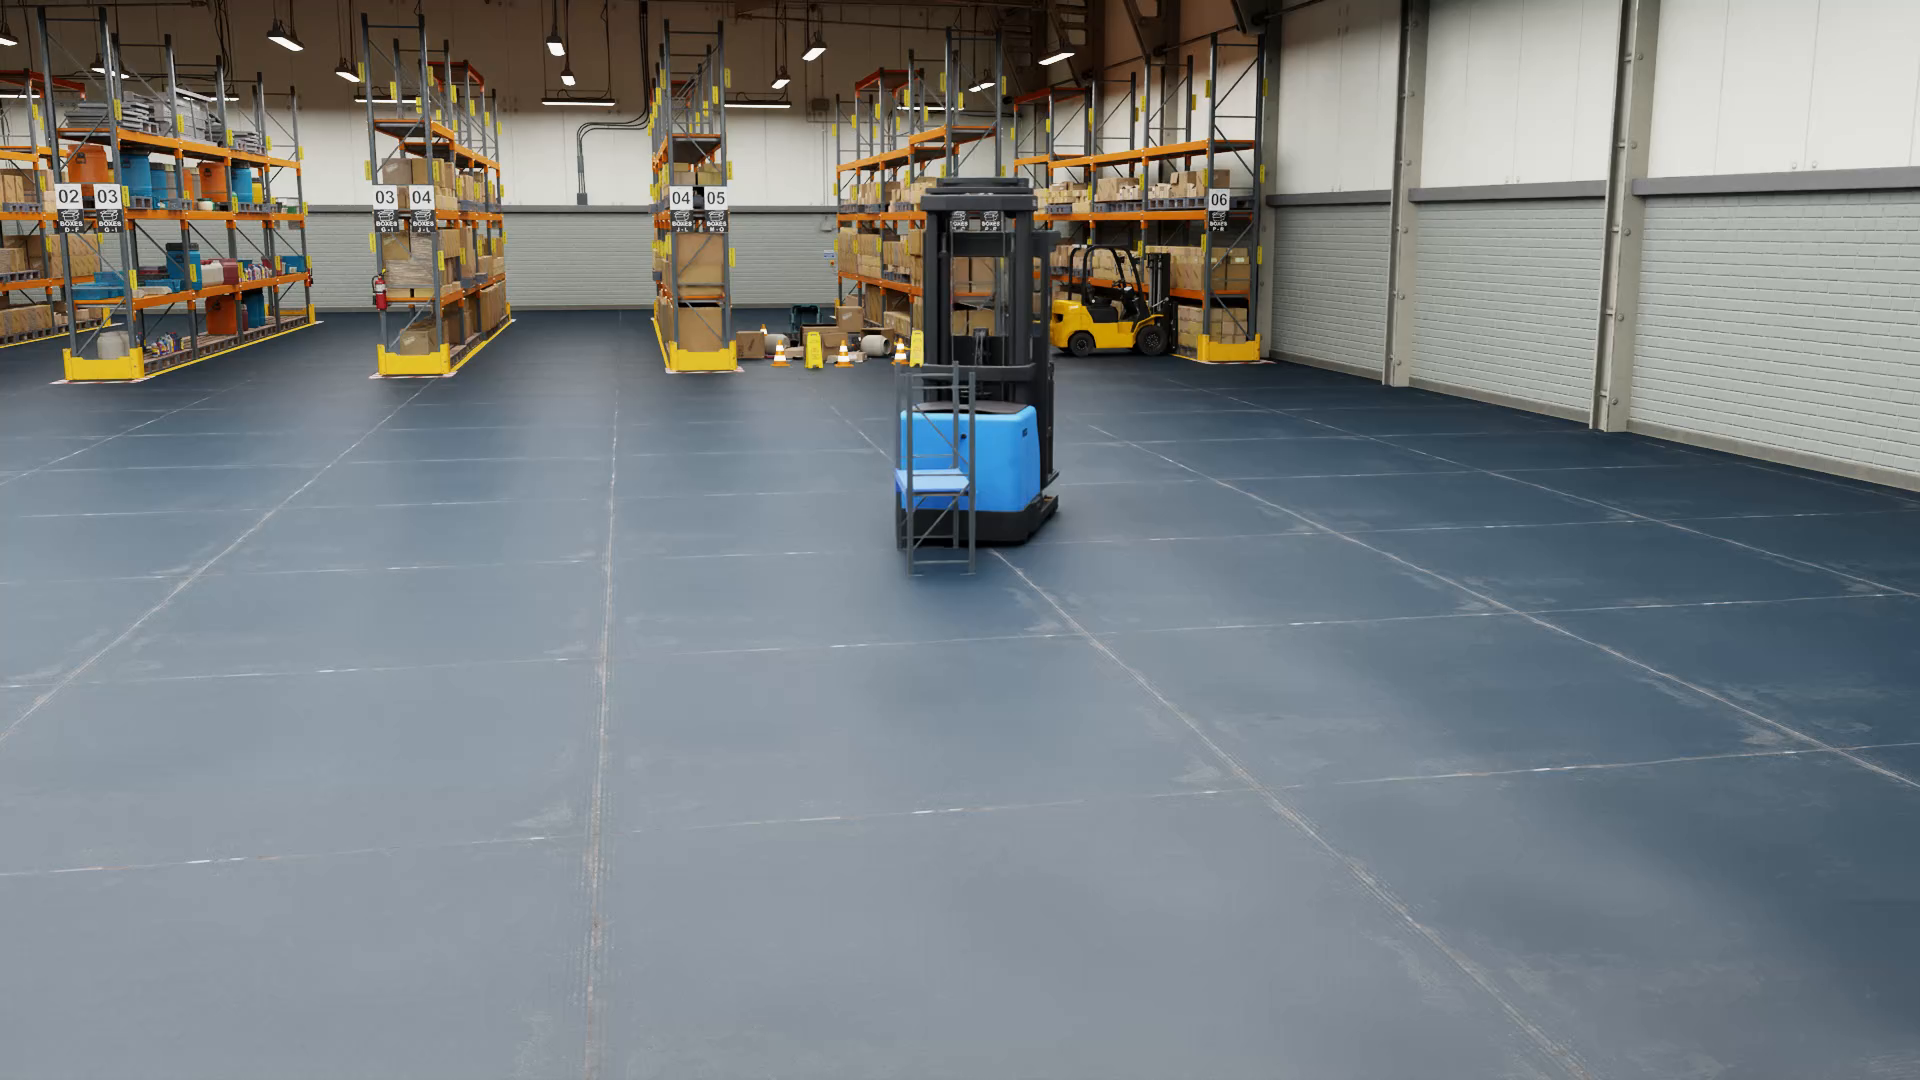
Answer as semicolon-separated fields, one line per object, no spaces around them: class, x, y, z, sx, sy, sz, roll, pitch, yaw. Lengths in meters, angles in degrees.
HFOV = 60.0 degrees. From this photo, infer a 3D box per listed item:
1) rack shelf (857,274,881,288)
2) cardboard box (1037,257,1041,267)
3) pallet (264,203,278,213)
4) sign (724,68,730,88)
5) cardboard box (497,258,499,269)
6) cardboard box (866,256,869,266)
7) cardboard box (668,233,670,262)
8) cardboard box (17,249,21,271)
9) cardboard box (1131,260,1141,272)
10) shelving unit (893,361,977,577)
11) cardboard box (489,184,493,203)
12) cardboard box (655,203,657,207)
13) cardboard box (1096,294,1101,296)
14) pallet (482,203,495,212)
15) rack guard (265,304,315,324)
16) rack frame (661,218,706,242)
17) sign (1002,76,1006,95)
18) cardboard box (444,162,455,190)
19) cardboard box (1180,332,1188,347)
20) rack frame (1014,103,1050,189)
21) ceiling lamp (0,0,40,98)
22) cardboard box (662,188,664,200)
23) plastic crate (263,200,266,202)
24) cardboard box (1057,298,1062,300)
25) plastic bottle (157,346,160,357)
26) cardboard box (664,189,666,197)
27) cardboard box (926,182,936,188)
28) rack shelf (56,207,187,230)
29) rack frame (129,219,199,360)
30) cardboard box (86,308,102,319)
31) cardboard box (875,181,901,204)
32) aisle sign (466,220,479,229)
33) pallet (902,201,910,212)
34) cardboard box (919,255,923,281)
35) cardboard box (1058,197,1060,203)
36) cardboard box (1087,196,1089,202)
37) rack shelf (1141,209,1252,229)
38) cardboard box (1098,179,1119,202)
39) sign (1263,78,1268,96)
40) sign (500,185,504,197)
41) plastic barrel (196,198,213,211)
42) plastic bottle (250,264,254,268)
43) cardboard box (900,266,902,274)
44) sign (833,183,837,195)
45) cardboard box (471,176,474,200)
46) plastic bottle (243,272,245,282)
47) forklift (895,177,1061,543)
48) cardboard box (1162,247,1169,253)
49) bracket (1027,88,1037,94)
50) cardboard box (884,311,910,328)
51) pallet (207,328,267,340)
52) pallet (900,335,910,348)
rack shelf;-1.698;-6.206;40.206;1.077;0.370;4.000;-2;11;-11
cardboard box;2.331;-7.356;43.928;0.500;0.250;0.500;-2;11;-11
pallet;-16.418;-7.627;38.227;1.213;0.211;1.003;-2;11;-11
sign;-4.043;-8.030;28.897;0.100;0.325;0.005;-2;11;-11
cardboard box;-11.840;-6.921;41.640;0.500;0.250;0.500;-2;11;-10
cardboard box;-1.976;-6.727;40.080;0.500;0.250;0.500;-2;11;-13
cardboard box;-5.027;-5.498;31.274;0.875;0.550;0.500;-2;11;-11
cardboard box;-21.457;-6.243;37.085;0.700;0.500;0.500;0;11;-2
cardboard box;3.991;-5.893;35.701;0.500;0.250;0.500;-2;11;-12
shelving unit;-0.199;-0.564;12.650;0.538;1.500;1.048;-1;11;-7
cardboard box;-12.081;-8.686;41.627;0.700;0.500;0.500;-2;11;-9
cardboard box;-7.283;-8.208;41.178;0.500;0.250;0.500;-2;11;-10
cardboard box;3.551;-5.970;40.867;0.380;0.149;0.250;-2;11;-12
pallet;-11.956;-8.147;40.691;1.003;0.211;1.213;-2;11;-11
rack guard;-17.461;-5.896;43.335;1.175;0.500;0.348;-2;11;-11
rack frame;-6.145;-5.994;37.169;1.000;3.000;0.127;-2;11;-11
sign;0.779;-8.190;29.951;0.100;0.325;0.005;-2;11;-11
cardboard box;-9.914;-6.940;31.715;0.500;0.500;0.500;-2;11;-13
cardboard box;4.627;-3.929;32.546;0.500;0.250;0.500;-2;11;-11
rack frame;2.003;-10.789;46.312;1.000;3.000;0.127;-2;11;-11
ceiling lamp;-25.207;-13.158;43.150;2.000;3.185;0.800;-2;11;-11
cardboard box;-6.022;-7.353;35.131;0.500;0.311;0.500;-2;11;-12
plastic crate;-17.416;-8.273;41.281;0.504;0.338;0.767;-2;11;-11
cardboard box;2.768;-5.892;42.192;0.500;0.500;0.500;-2;11;-12
plastic bottle;-14.399;-3.390;29.790;0.097;0.201;0.097;0;11;0
cardboard box;-5.380;-6.554;31.366;0.380;0.149;0.250;-2;11;-11
cardboard box;-0.440;-6.799;31.912;0.380;0.149;0.250;-2;11;-10
rack shelf;-14.721;-5.672;29.377;1.077;0.370;4.000;-2;11;-11
rack frame;-15.110;-4.919;31.518;1.000;3.000;0.127;-2;11;-11
cardboard box;-21.956;-5.838;41.854;0.500;0.500;0.500;-2;11;-11
cardboard box;-1.530;-7.987;38.217;0.797;0.503;0.637;-3;11;-15
aisle sign;-12.894;-8.579;43.796;0.394;0.787;0.004;-2;11;-11
pallet;-0.546;-6.958;34.710;1.213;0.211;1.003;-2;11;-11
cardboard box;-0.513;-5.380;32.877;0.500;0.500;0.500;-2;11;-11
cardboard box;2.650;-8.457;41.365;0.380;0.149;0.250;-2;11;-12
cardboard box;3.223;-8.074;39.409;0.380;0.149;0.250;-2;11;-12
rack shelf;4.726;-6.394;33.169;1.077;0.370;4.000;-2;11;-11
cardboard box;3.461;-8.011;38.081;0.500;0.500;0.500;-2;11;-11
sign;5.661;-8.410;30.892;0.100;0.325;0.005;-2;11;-11
sign;-12.051;-9.187;43.762;0.100;0.325;0.005;-2;11;-11
plastic barrel;-15.412;-6.833;33.924;0.301;0.262;0.301;0;11;0
plastic bottle;-16.272;-6.166;38.202;0.144;0.351;0.185;-2;11;-11
cardboard box;-1.074;-5.768;35.528;0.380;0.149;0.250;-2;11;-11
sign;-3.410;-9.583;45.451;0.100;0.325;0.005;-2;11;-11
cardboard box;-10.691;-7.522;35.570;0.500;0.500;0.500;-2;11;-10
plastic bottle;-15.726;-5.797;36.445;0.061;0.283;0.133;-2;11;-11
forklift;0.273;-1.650;14.526;1.130;2.935;3.031;2;11;11
cardboard box;4.332;-5.897;33.856;0.380;0.149;0.250;-2;11;-12
bracket;2.096;-12.995;48.278;0.235;0.232;0.430;-2;11;-11
cardboard box;-1.209;-5.004;37.872;0.950;0.372;0.625;-3;11;-15
pallet;-16.316;-4.649;37.558;1.003;0.211;1.213;-2;11;-11
pallet;-0.684;-4.232;35.368;1.003;0.211;1.213;-2;11;-11
